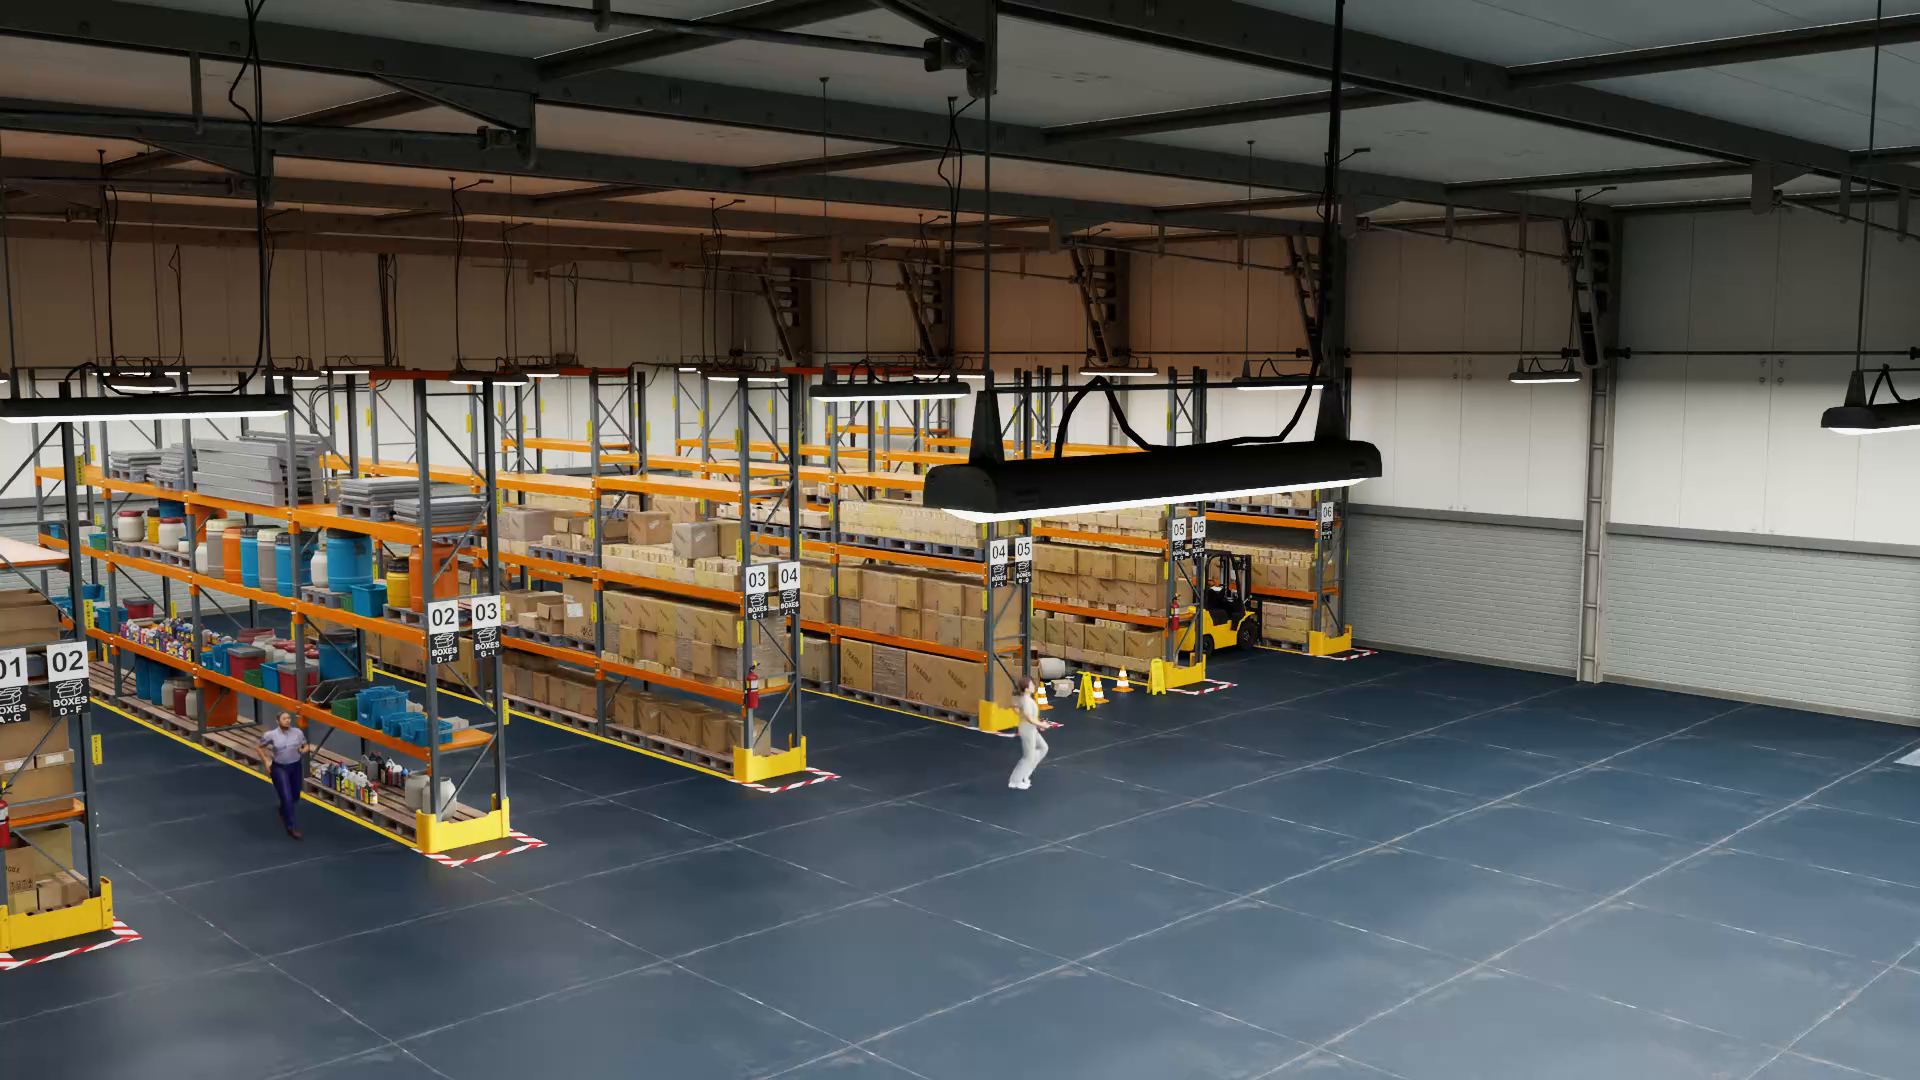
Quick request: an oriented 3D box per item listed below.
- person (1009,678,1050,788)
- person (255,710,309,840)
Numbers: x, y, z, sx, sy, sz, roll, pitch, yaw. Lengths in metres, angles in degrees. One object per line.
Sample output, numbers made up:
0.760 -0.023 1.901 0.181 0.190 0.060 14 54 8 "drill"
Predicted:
1.001 2.793 24.175 0.591 1.625 0.578 -1 6 -6 "person"
-8.843 3.039 21.834 0.924 1.632 0.608 6 9 42 "person"
